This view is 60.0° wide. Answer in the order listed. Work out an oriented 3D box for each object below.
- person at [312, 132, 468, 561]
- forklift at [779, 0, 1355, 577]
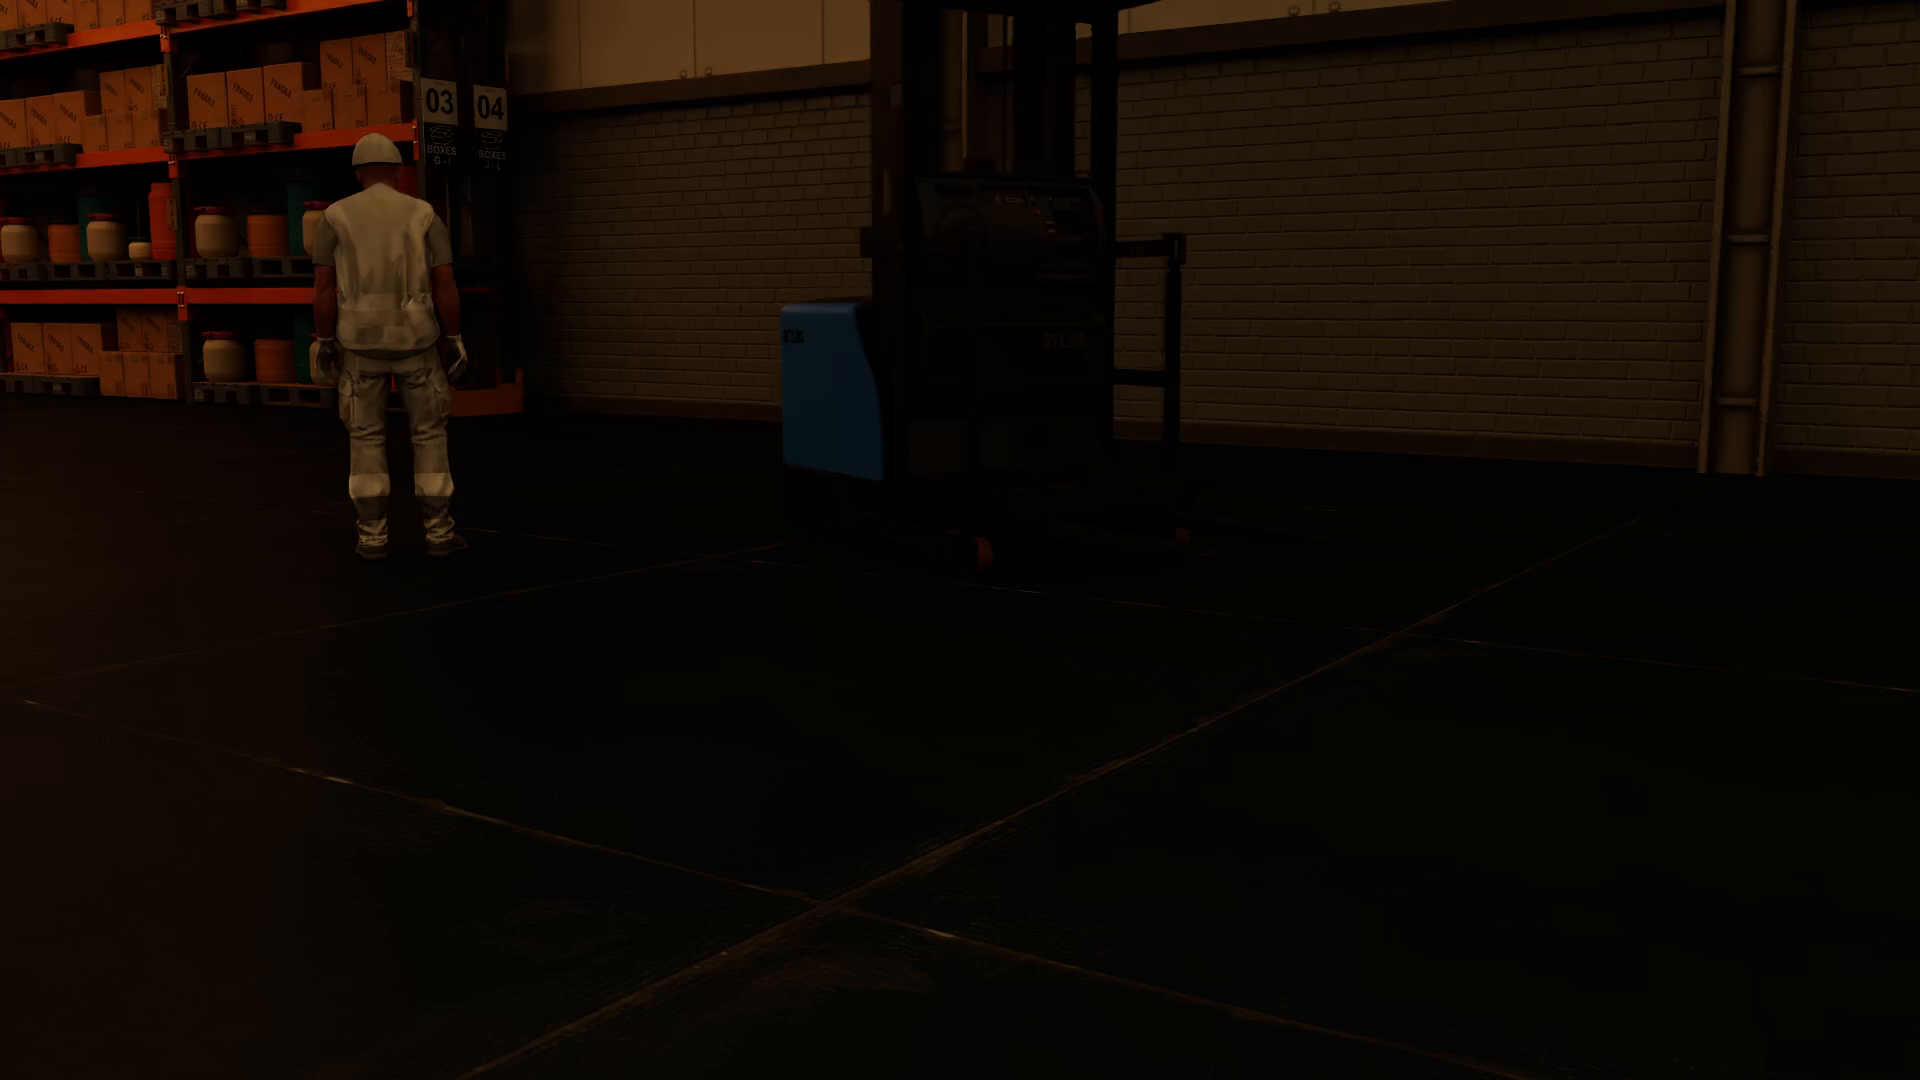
[{"bbox_3d":[-2.392,-0.808,6.990,0.612,1.777,0.454,-2,8,-15],"label":"person"},{"bbox_3d":[0.336,-1.378,6.887,1.130,2.935,3.031,-5,10,-32],"label":"forklift"}]
